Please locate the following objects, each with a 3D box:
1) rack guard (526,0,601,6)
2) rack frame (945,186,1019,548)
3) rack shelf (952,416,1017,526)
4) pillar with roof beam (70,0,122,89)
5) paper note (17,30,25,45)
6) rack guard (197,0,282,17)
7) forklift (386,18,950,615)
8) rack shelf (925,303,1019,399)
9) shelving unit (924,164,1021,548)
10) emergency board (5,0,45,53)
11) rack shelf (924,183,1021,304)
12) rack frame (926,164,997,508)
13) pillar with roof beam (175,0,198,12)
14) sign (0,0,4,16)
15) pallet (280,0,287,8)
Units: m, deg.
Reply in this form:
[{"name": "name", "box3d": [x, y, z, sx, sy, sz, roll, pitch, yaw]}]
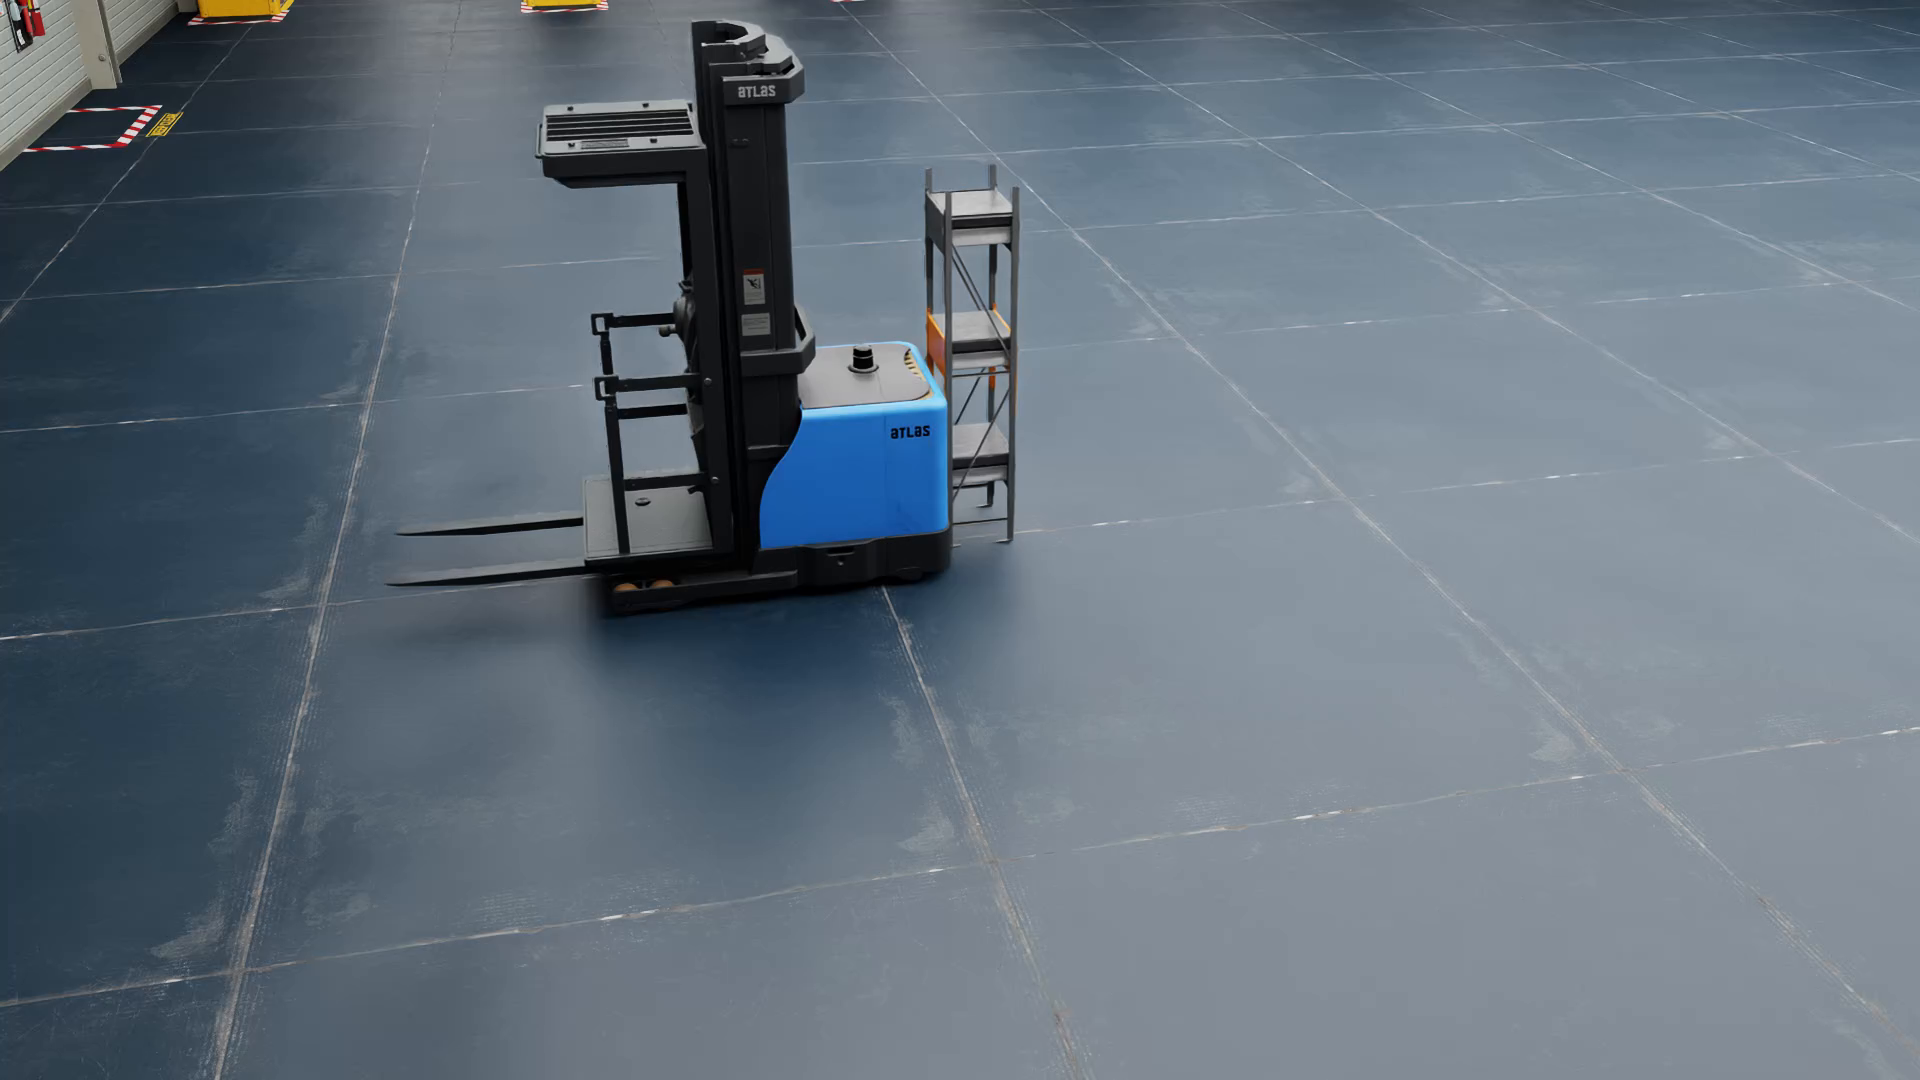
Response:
[{"name": "rack guard", "box3d": [-6.436, -8.940, 26.908, 1.175, 0.500, 0.348, -6, 27, -12]}, {"name": "rack frame", "box3d": [0.117, -0.913, 9.228, 0.400, 2.100, 0.015, -6, 27, -12]}, {"name": "rack shelf", "box3d": [0.062, -0.383, 9.762, 0.431, 0.518, 0.480, -6, 27, -12]}, {"name": "pillar with roof beam", "box3d": [-6.721, -10.263, 20.096, 9.100, 9.000, 0.400, -6, 27, -12]}, {"name": "paper note", "box3d": [-10.423, -5.581, 18.455, 0.016, 0.148, 0.142, -6, 27, -12]}, {"name": "rack guard", "box3d": [-11.284, -8.479, 25.995, 1.175, 0.500, 0.348, -6, 27, -12]}, {"name": "forklift", "box3d": [-1.625, -1.166, 8.807, 3.031, 2.935, 1.130, -6, 27, -11]}, {"name": "rack shelf", "box3d": [0.062, -1.008, 9.446, 0.431, 0.518, 0.480, -6, 27, -12]}, {"name": "shelving unit", "box3d": [0.062, -1.020, 9.440, 0.431, 2.100, 0.503, -6, 27, -12]}, {"name": "emergency board", "box3d": [-10.396, -6.059, 18.425, 0.194, 1.169, 0.643, -6, 27, -12]}, {"name": "rack shelf", "box3d": [0.062, -1.632, 9.131, 0.431, 0.518, 0.480, -6, 27, -12]}, {"name": "rack frame", "box3d": [0.007, -1.127, 9.652, 0.400, 2.100, 0.015, -6, 27, -12]}, {"name": "pillar with roof beam", "box3d": [-8.073, -12.897, 25.315, 9.100, 9.000, 0.400, -6, 27, -12]}, {"name": "sign", "box3d": [-10.372, -5.821, 17.915, 0.001, 0.329, 0.234, -6, 27, -12]}, {"name": "pallet", "box3d": [-11.433, -8.711, 26.774, 1.003, 0.211, 1.213, -6, 27, -12]}]
